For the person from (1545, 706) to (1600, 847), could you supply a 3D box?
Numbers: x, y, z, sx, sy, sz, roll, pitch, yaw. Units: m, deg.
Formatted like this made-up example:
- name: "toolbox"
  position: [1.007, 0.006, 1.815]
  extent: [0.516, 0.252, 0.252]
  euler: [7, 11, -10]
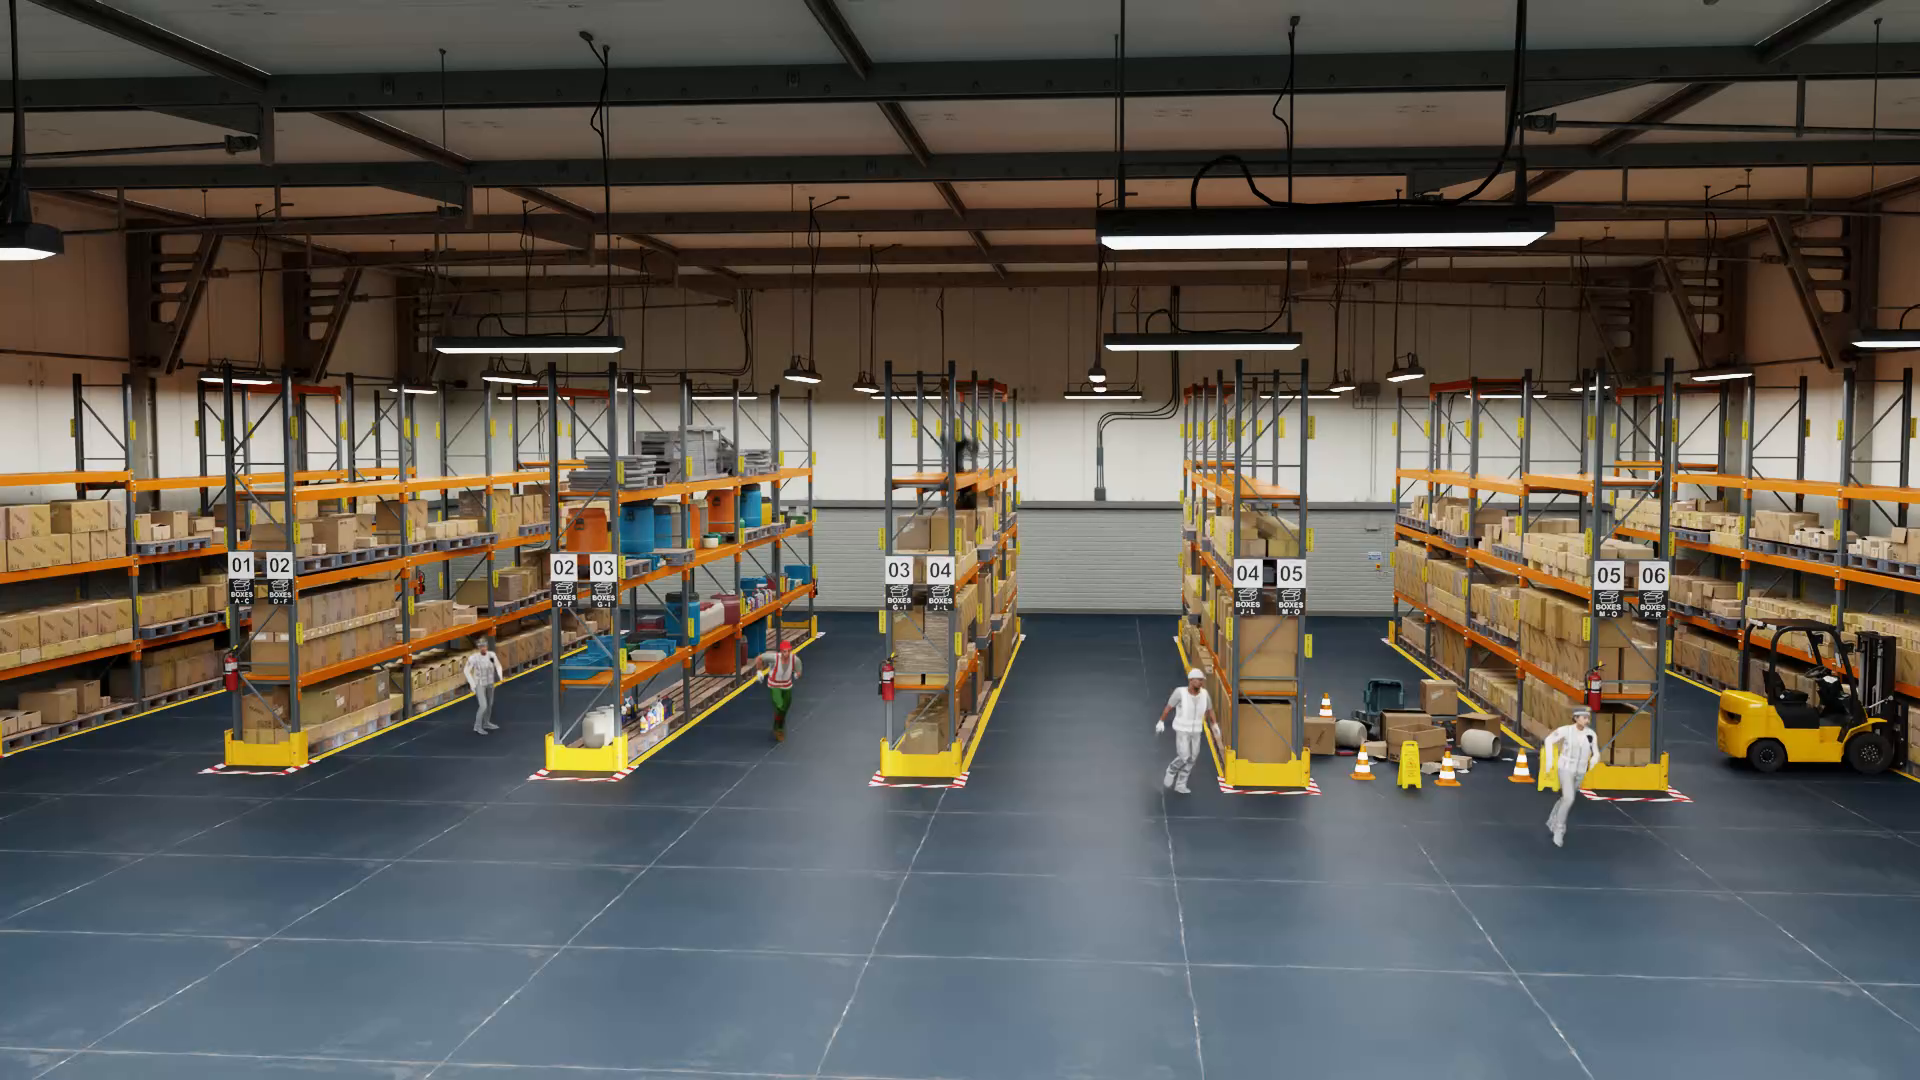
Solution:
- name: "person"
  position: [7.429, 2.829, 20.254]
  extent: [0.662, 1.663, 0.797]
  euler: [0, 4, -7]

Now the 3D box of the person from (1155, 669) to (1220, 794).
- name: "person"
  position: [3.153, 2.628, 22.842]
  extent: [0.696, 1.739, 0.745]
  euler: [-2, 4, -22]

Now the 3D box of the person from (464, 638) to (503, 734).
- name: "person"
  position: [-7.858, 2.411, 27.580]
  extent: [0.764, 1.606, 0.634]
  euler: [3, 5, 40]

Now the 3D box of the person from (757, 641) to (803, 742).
- name: "person"
  position: [-2.918, 2.424, 26.815]
  extent: [0.713, 1.676, 0.978]
  euler: [-1, 4, -20]
